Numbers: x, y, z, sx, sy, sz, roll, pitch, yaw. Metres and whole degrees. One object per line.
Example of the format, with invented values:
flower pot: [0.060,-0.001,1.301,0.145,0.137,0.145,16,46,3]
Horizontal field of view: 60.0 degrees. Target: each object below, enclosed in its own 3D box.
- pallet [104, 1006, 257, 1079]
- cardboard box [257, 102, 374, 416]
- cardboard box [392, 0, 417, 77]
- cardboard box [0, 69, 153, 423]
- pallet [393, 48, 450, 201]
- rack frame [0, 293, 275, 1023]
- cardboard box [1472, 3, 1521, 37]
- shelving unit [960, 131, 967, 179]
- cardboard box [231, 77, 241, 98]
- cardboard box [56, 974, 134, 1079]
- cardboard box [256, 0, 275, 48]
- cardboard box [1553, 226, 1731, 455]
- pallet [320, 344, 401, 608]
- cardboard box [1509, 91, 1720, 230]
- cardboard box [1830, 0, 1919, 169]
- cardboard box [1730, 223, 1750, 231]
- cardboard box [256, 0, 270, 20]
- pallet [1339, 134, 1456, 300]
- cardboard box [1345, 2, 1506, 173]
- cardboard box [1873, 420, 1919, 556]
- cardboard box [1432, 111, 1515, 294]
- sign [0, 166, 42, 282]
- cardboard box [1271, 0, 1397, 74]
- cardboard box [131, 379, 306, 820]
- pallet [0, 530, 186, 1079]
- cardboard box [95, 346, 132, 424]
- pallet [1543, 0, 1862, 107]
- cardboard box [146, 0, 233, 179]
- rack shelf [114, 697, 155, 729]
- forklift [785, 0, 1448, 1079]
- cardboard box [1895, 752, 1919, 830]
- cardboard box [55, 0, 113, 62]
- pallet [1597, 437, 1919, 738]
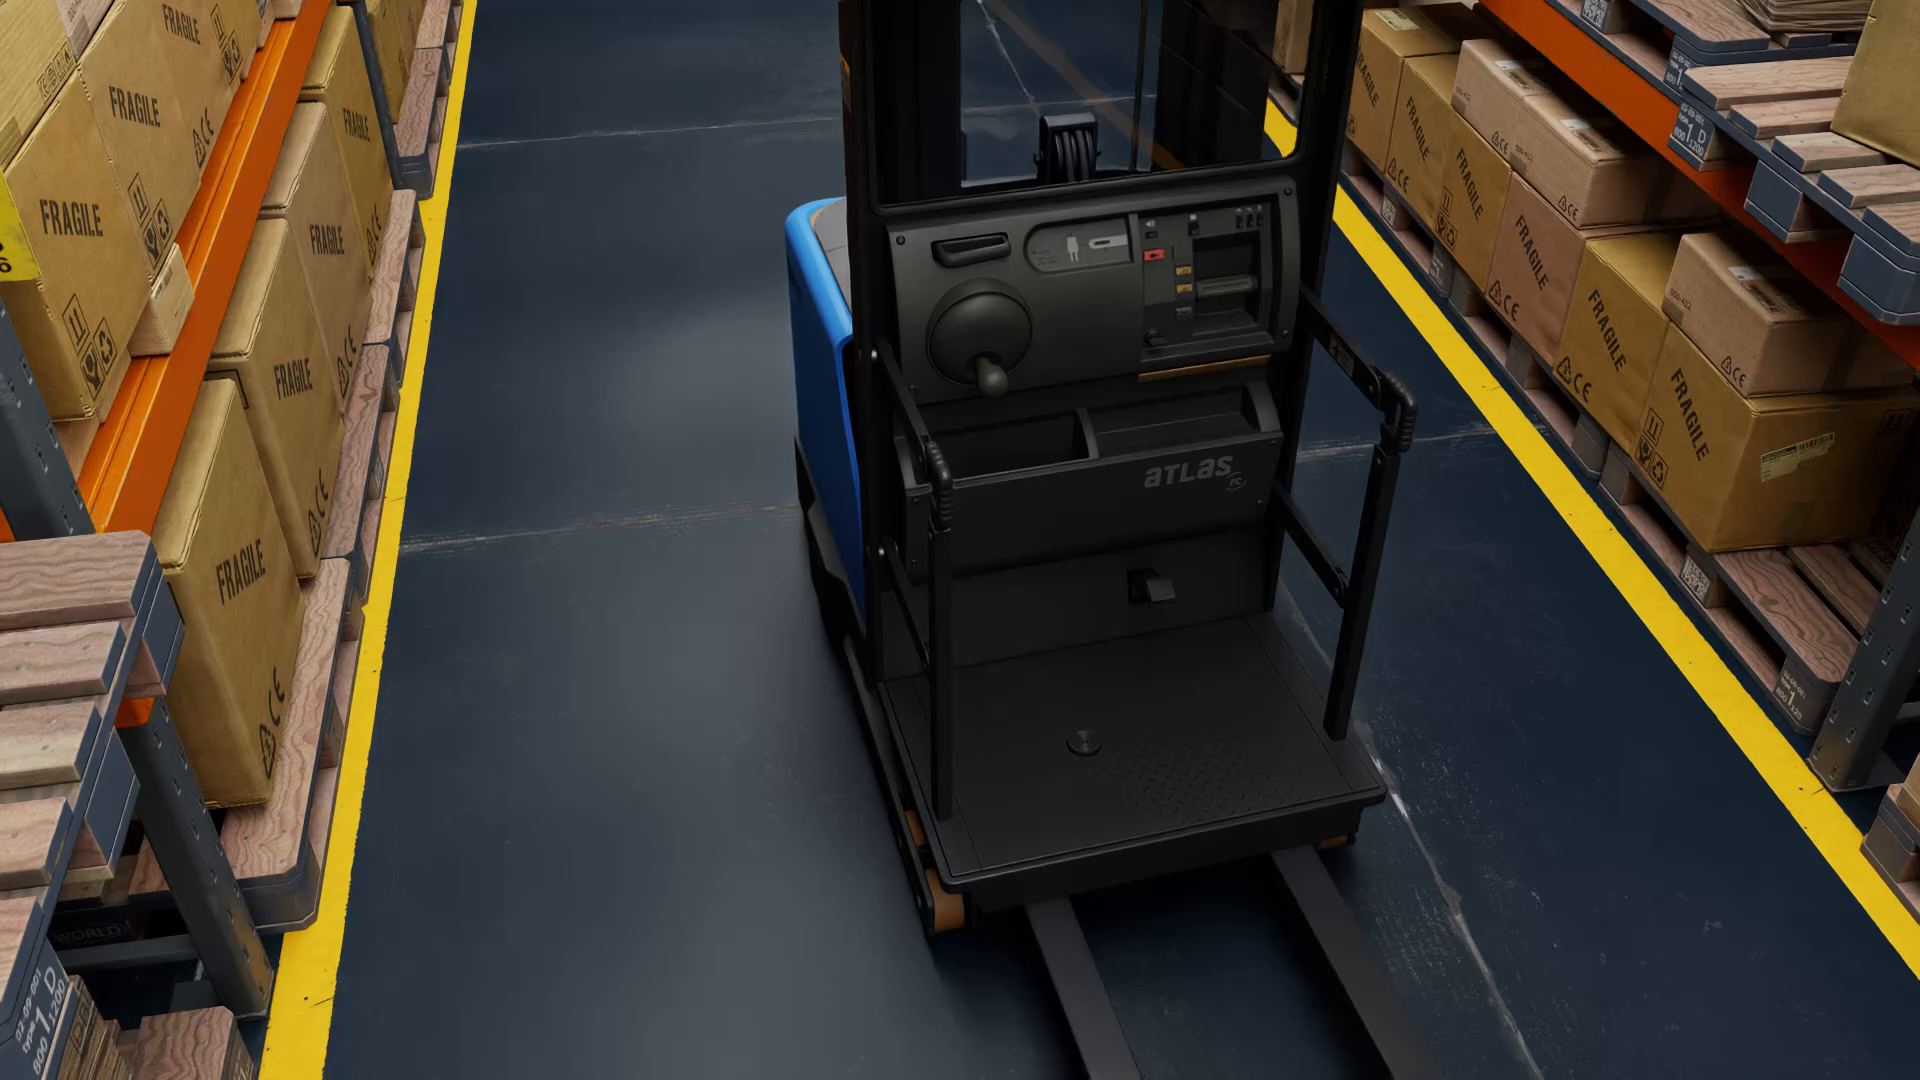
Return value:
pallet: [-1.963,1.507,3.138,1.003,0.211,1.213,-6,38,-8]
cardboard box: [-2.399,-0.884,5.353,0.750,0.750,0.750,-5,38,-7]
cardboard box: [-2.915,-2.428,7.625,0.700,0.500,0.500,-7,38,-8]
cardboard box: [-1.932,-0.552,3.176,0.500,0.500,0.500,-5,38,-7]
pallet: [-2.856,-1.849,7.458,1.003,0.211,1.213,-6,38,-8]
rack frame: [-2.099,-0.066,2.891,1.000,3.000,0.127,-6,38,-8]
cardboard box: [2.445,-1.937,6.977,0.500,0.500,0.500,-6,38,-8]
shelving unit: [-0.162,-0.835,5.347,0.258,1.200,0.503,-9,39,-12]
cardboard box: [-2.247,-1.284,4.646,0.380,0.149,0.250,-5,38,-7]
cardboard box: [-1.921,1.176,2.970,0.700,0.500,0.500,-6,38,-7]
cardboard box: [-2.312,-1.598,5.051,0.380,0.149,0.250,-6,38,-8]
cardboard box: [2.292,-0.640,5.308,0.500,0.500,0.500,-8,38,-10]
pallet: [-2.373,-0.185,5.316,1.003,0.211,1.213,-6,38,-8]
cardboard box: [2.185,-1.275,5.514,0.500,0.250,0.500,-7,38,-9]
cardboard box: [2.556,-1.175,3.894,0.700,0.500,0.500,-19,42,-23]
cardboard box: [2.799,-0.713,5.402,0.500,0.500,0.500,-7,38,-9]
cardboard box: [-2.292,-1.784,4.761,0.500,0.500,0.500,-6,38,-8]
pallet: [2.256,-1.429,6.918,1.003,0.211,1.213,-6,38,-8]
cardboard box: [1.921,-1.886,6.911,0.500,0.500,0.500,-8,39,-10]
cardboard box: [2.979,-0.094,4.605,0.500,0.500,0.500,-5,38,-6]
cardboard box: [2.106,-1.262,6.109,0.500,0.500,0.500,-6,38,-7]
sign: [-1.566,-0.556,2.642,0.100,0.325,0.005,-6,38,-8]
cardboard box: [1.697,-2.518,7.725,0.500,0.500,0.500,-6,38,-8]
cardboard box: [-2.099,0.158,4.011,0.750,0.750,0.750,-7,38,-9]
pallet: [-1.869,0.428,2.410,1.213,0.211,1.003,-6,38,-8]
cardboard box: [-1.964,-0.352,3.447,0.380,0.149,0.250,-6,38,-7]
pallet: [2.432,-1.700,5.149,1.003,0.211,1.213,-6,38,-8]
cardboard box: [-2.101,-1.169,3.970,0.500,0.500,0.500,-6,38,-8]
rack shelf: [-1.748,1.426,1.556,1.077,0.370,4.000,-6,38,-8]
forklift: [0.365,-0.479,3.477,1.130,2.935,3.031,-9,39,-12]
cardboard box: [2.580,0.666,3.846,0.500,0.250,0.500,-6,38,-8]
cardboard box: [-2.020,-1.154,3.339,0.500,0.250,0.500,-7,38,-9]
pallet: [2.684,0.045,5.021,1.003,0.211,1.213,-6,38,-8]
